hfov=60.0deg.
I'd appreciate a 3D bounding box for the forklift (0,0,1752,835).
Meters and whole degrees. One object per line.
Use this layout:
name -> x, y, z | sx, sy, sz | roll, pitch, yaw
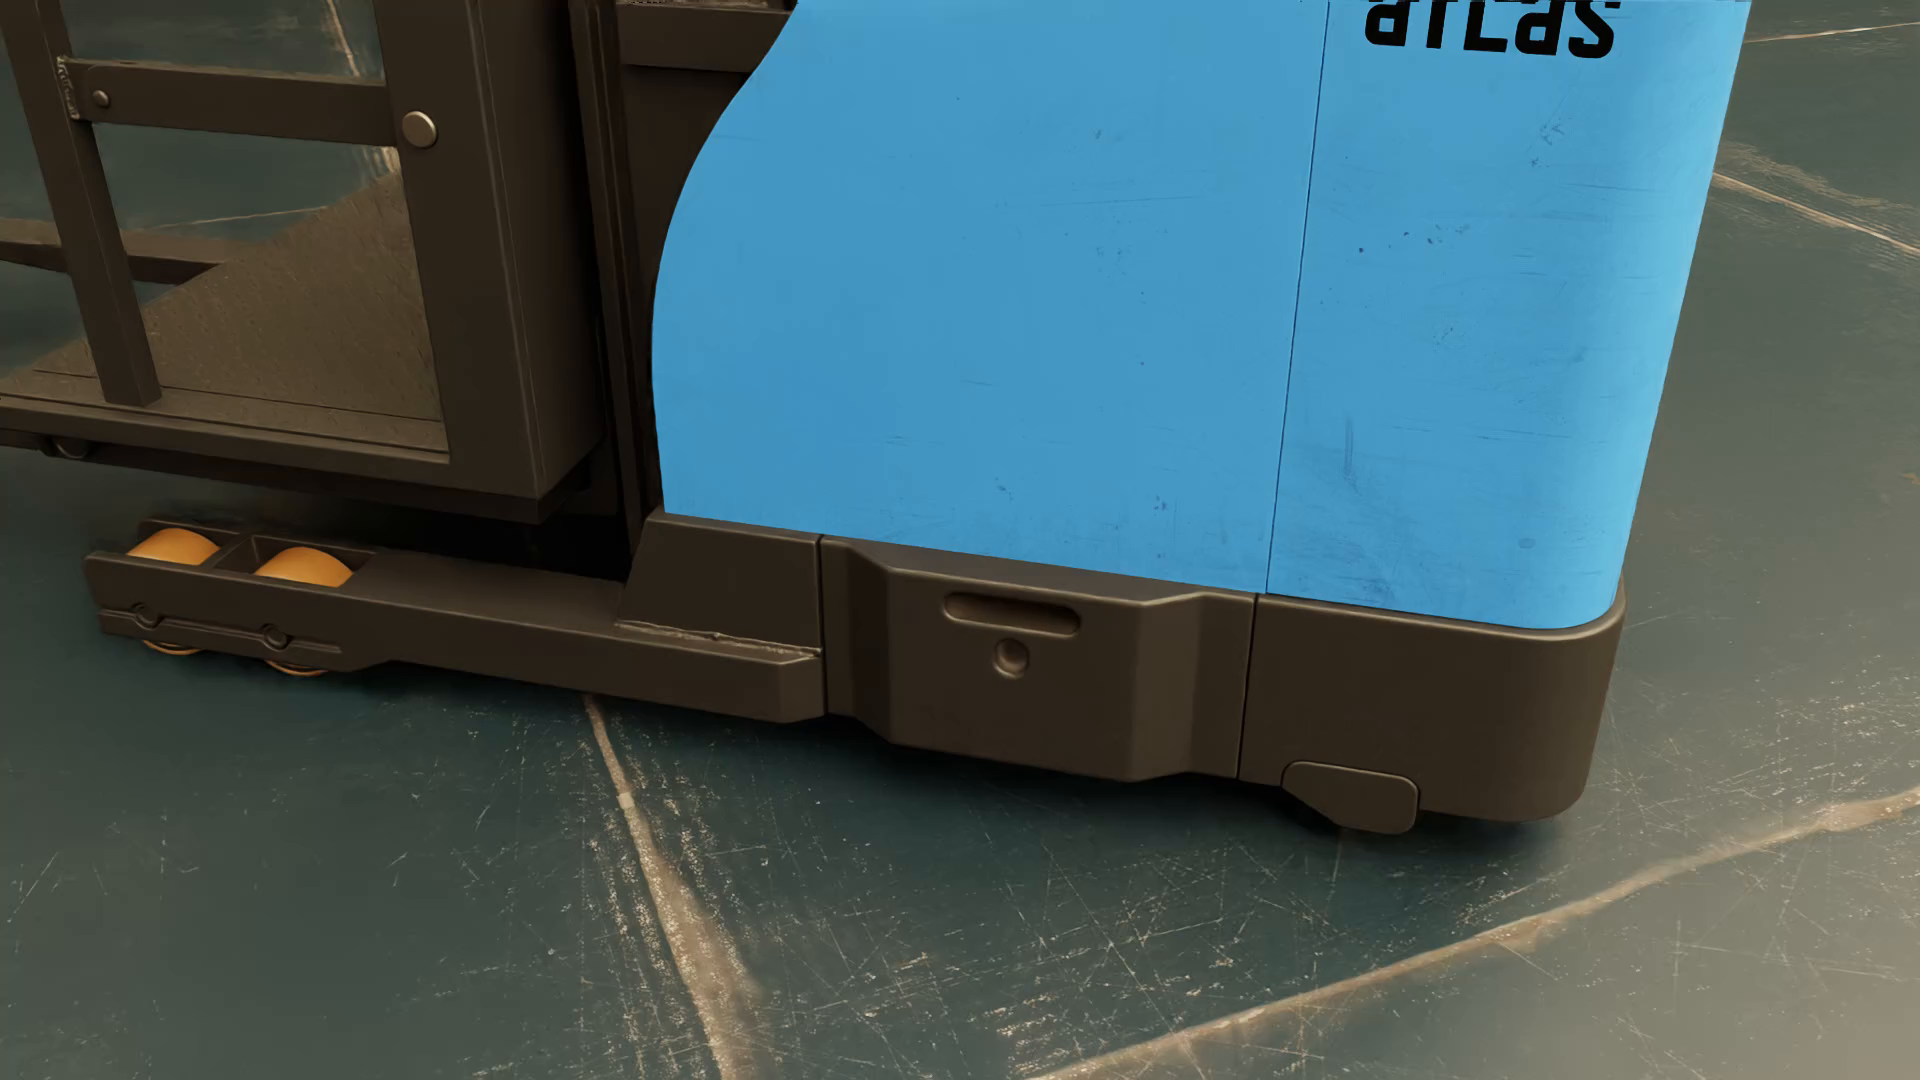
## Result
forklift -> -0.647, -1.337, 1.886 | 3.031, 2.935, 1.130 | 8, 31, 13
